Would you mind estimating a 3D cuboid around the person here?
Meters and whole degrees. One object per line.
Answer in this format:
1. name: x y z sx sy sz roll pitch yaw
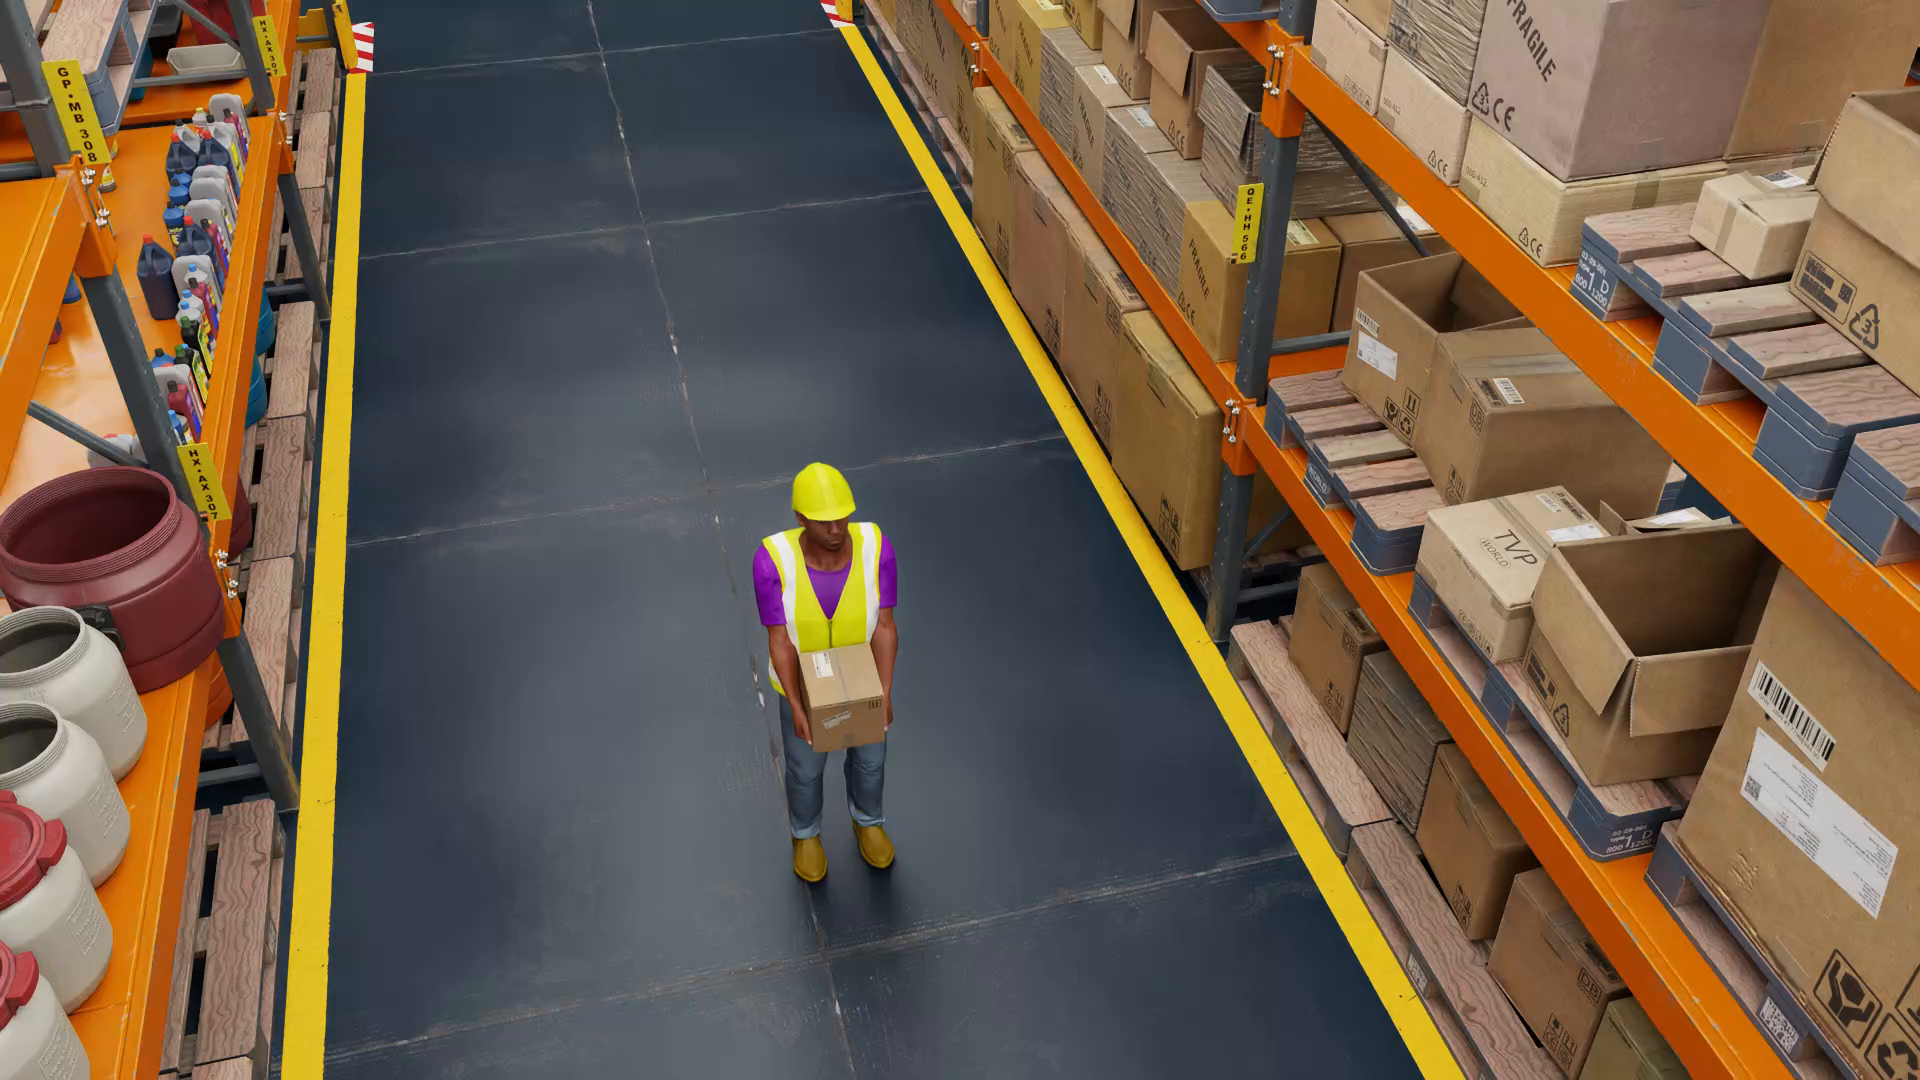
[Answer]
1. person: -0.439 0.553 5.992 0.503 1.760 0.577 -9 39 -11
